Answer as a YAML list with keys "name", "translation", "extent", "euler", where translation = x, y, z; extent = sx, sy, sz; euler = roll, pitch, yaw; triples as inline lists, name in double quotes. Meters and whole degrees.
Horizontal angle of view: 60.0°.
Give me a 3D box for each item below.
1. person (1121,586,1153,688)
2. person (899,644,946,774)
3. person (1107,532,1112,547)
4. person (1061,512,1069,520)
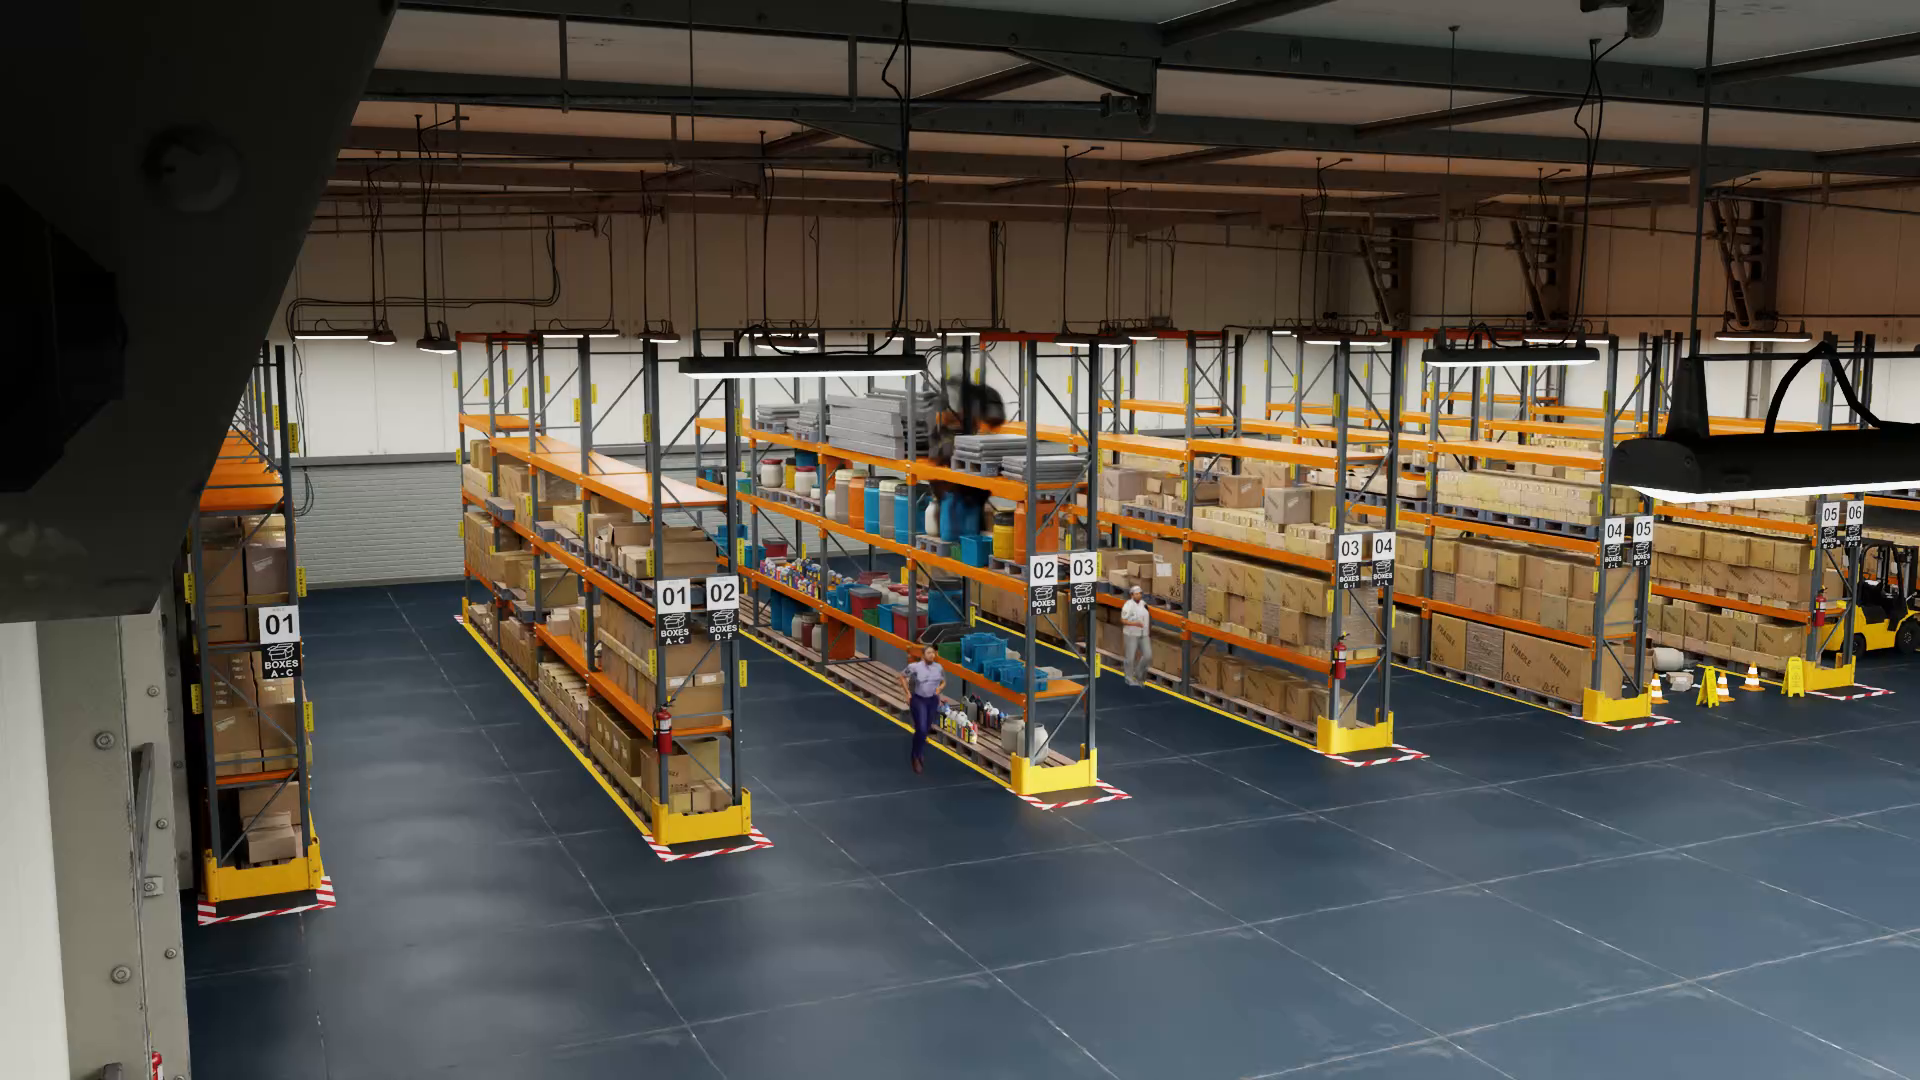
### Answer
- name: "person"
  translation: [2.924, 1.601, 27.156]
  extent: [0.591, 1.711, 0.576]
  euler: [-4, 9, -27]
- name: "person"
  translation: [-0.468, 2.277, 22.453]
  extent: [0.597, 1.717, 0.633]
  euler: [-4, 9, -27]
- name: "person"
  translation: [3.884, -0.222, 42.480]
  extent: [0.554, 1.650, 0.602]
  euler: [-7, 11, -44]
- name: "person"
  translation: [2.574, -0.098, 41.447]
  extent: [0.572, 1.691, 0.823]
  euler: [-5, 9, -32]
